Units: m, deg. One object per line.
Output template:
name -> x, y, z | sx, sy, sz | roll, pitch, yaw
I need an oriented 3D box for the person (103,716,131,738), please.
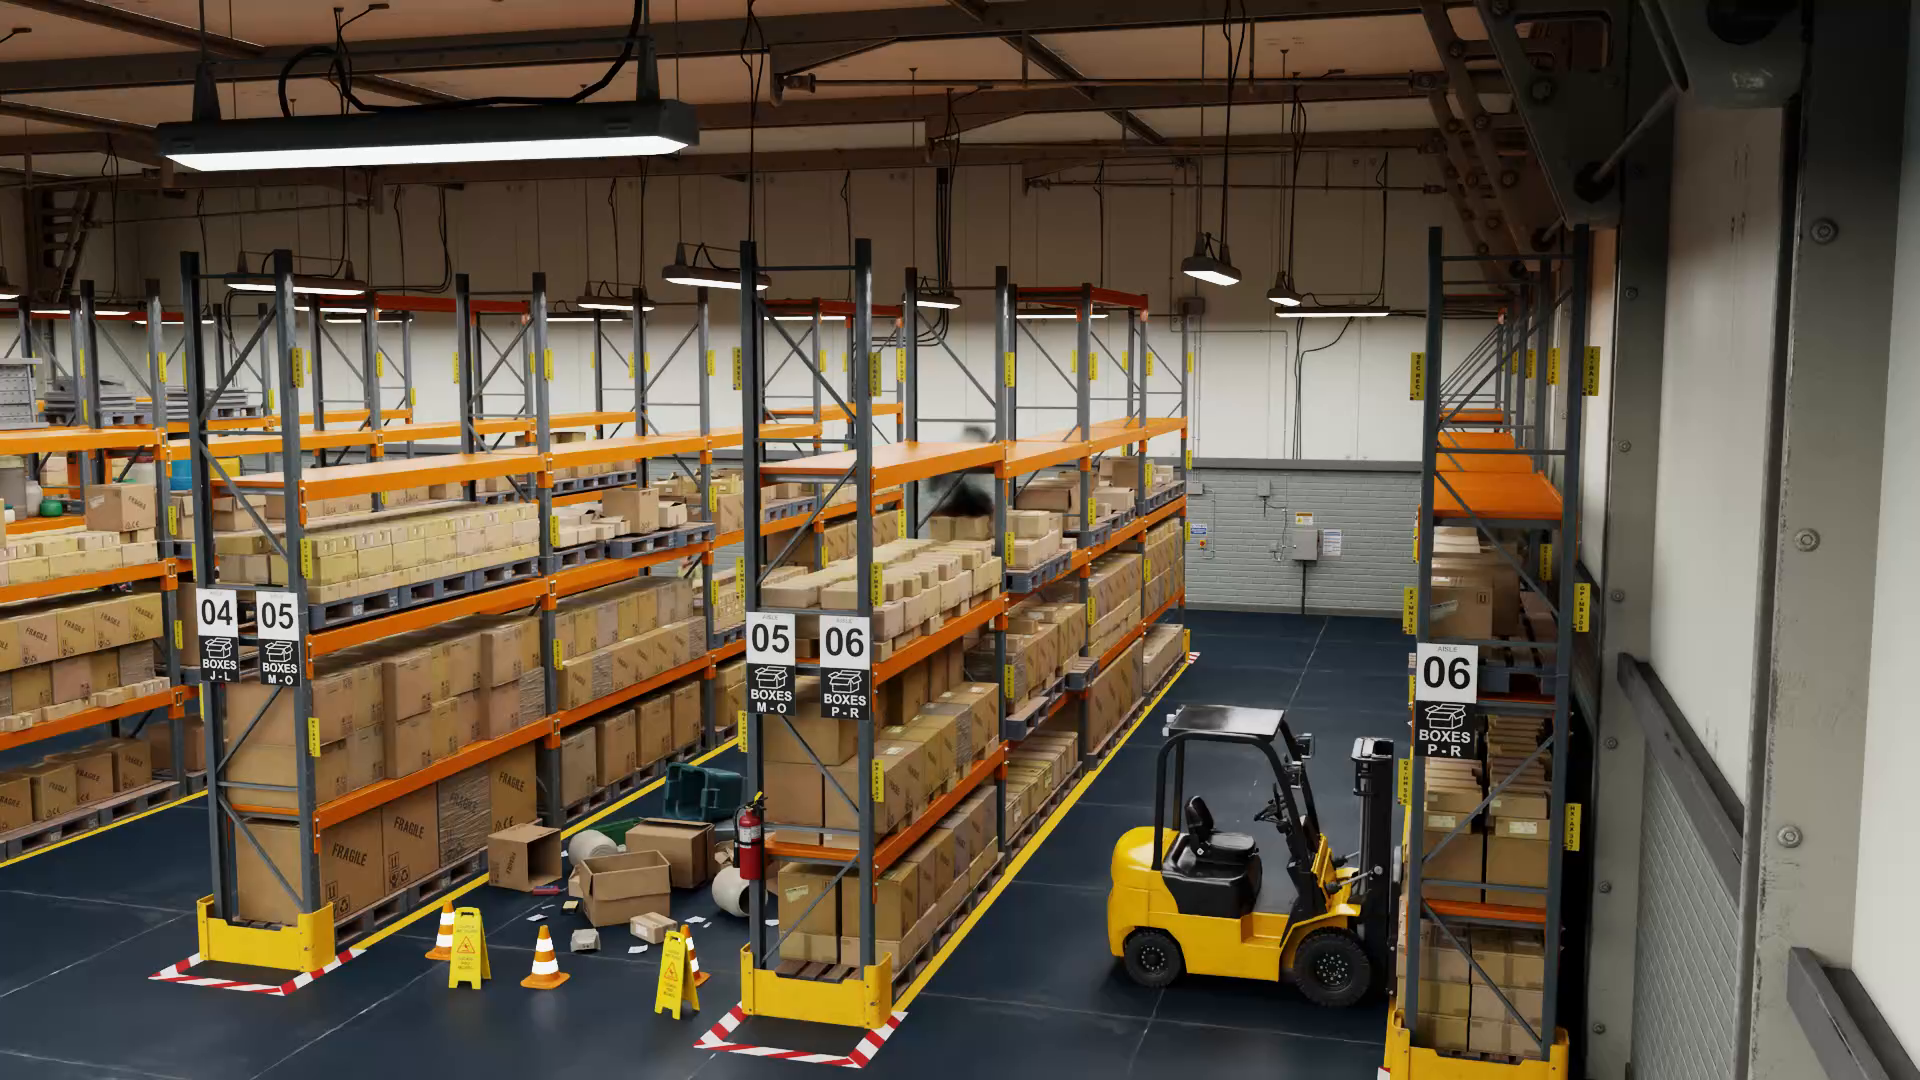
person -> -10.553, 1.980, 20.709 | 0.687, 1.751, 0.690 | 1, 7, 12

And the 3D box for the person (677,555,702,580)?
person -> -4.829, 1.033, 29.474 | 0.572, 1.644, 0.961 | 2, 7, 16
